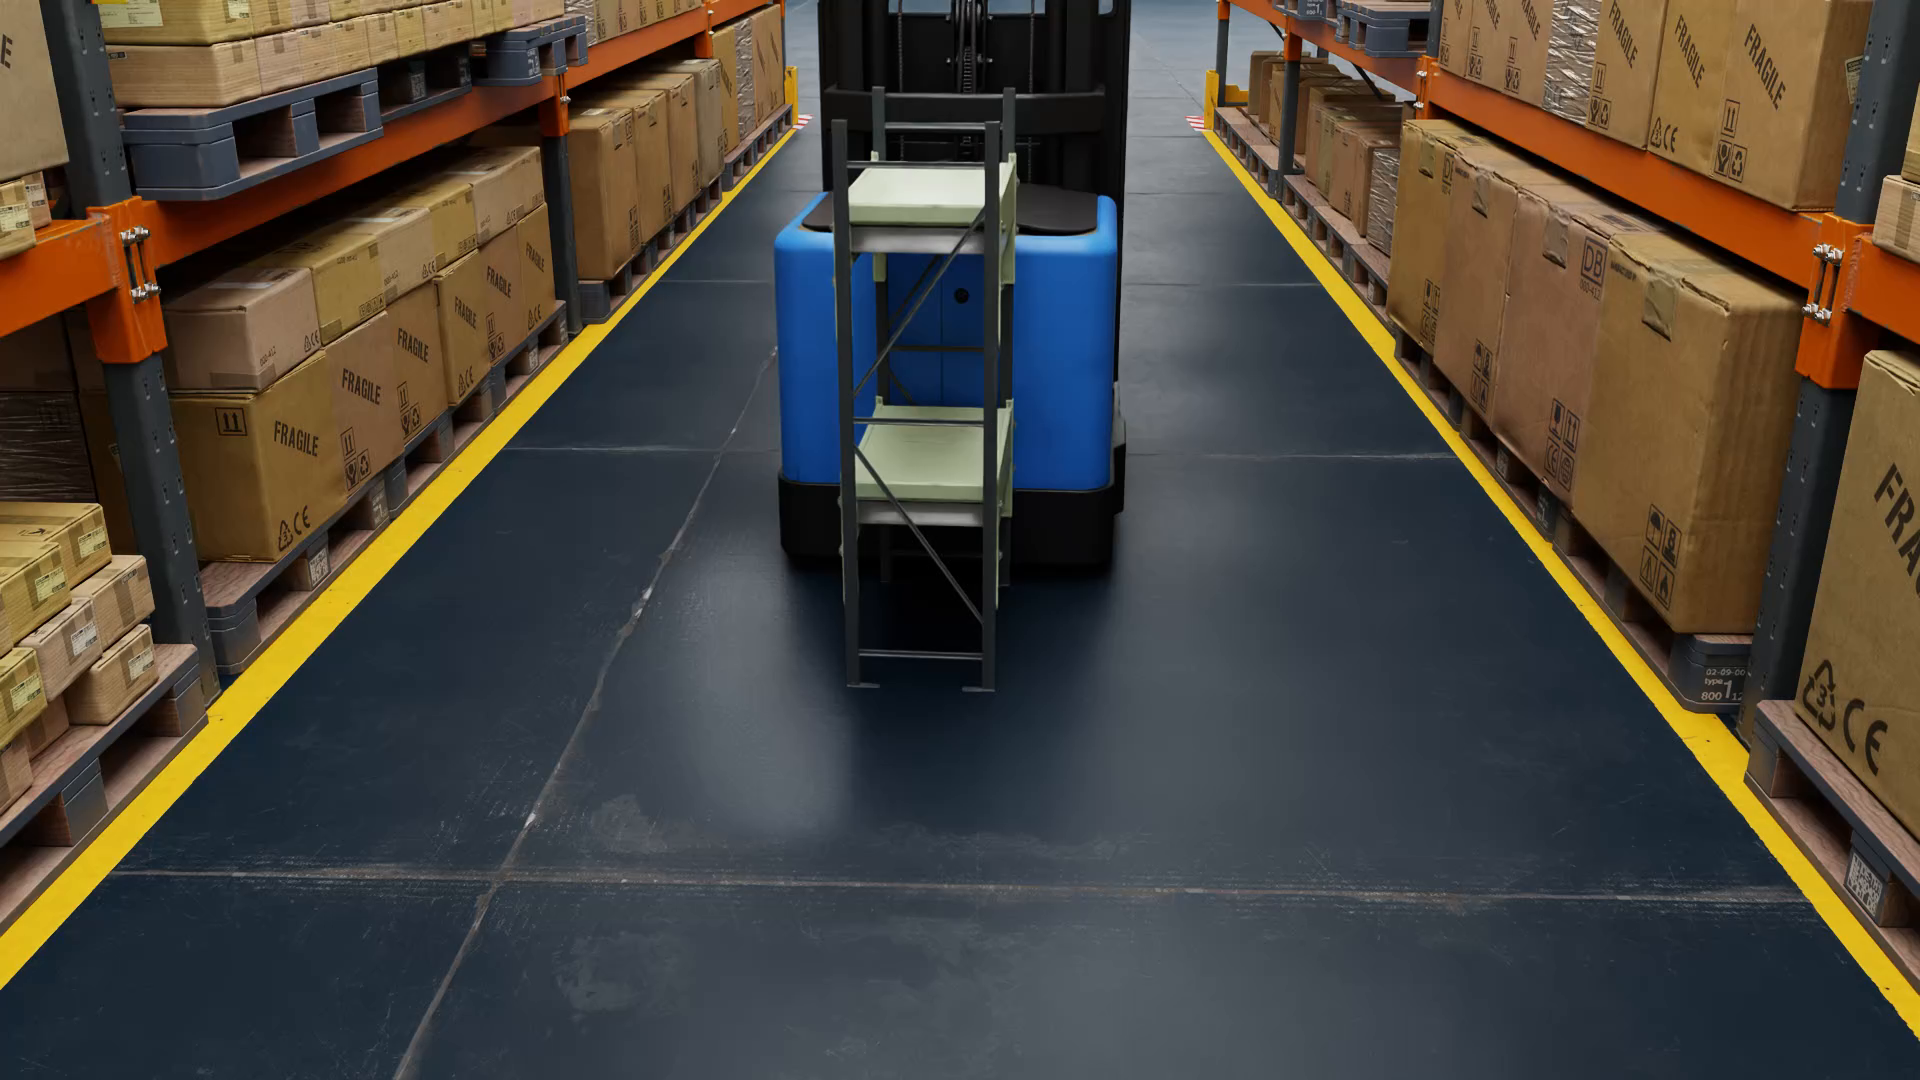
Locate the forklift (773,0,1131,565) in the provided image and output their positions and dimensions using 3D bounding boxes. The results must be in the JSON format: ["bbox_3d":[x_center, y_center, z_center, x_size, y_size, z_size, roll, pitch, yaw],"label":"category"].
[{"bbox_3d":[0.070,-1.781,6.066,1.130,2.935,3.031,2,21,4],"label":"forklift"}]

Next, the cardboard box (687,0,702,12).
[{"bbox_3d":[-1.984,-3.713,10.814,0.500,0.500,0.500,1,21,1],"label":"cardboard box"}]

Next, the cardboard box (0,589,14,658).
[{"bbox_3d":[-2.198,0.205,3.393,0.380,0.149,0.250,0,21,1],"label":"cardboard box"}]

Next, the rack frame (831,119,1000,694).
[{"bbox_3d":[-0.106,-0.295,4.216,0.400,1.500,0.023,2,21,4],"label":"rack frame"}]

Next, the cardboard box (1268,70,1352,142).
[{"bbox_3d":[2.722,-3.374,12.954,0.500,0.500,0.500,-1,21,-3],"label":"cardboard box"}]

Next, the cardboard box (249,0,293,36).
[{"bbox_3d":[-2.001,-1.414,4.383,0.380,0.149,0.250,0,21,1],"label":"cardboard box"}]

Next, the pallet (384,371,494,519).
[{"bbox_3d":[-2.422,-0.390,6.241,1.003,0.211,1.213,1,21,2],"label":"pallet"}]

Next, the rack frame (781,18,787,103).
[{"bbox_3d":[-2.114,-5.305,15.053,1.000,3.000,0.127,1,21,2],"label":"rack frame"}]

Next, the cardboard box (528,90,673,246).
[{"bbox_3d":[-2.225,-2.094,9.309,1.050,0.750,0.750,1,21,2],"label":"cardboard box"}]

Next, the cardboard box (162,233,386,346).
[{"bbox_3d":[-2.179,-0.803,5.289,0.500,0.250,0.500,1,21,3],"label":"cardboard box"}]

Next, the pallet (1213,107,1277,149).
[{"bbox_3d":[2.778,-3.593,14.496,1.003,0.211,1.213,1,21,2],"label":"pallet"}]

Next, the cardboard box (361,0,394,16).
[{"bbox_3d":[-1.980,-1.699,5.117,0.380,0.149,0.250,1,21,4],"label":"cardboard box"}]

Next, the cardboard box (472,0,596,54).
[{"bbox_3d":[-2.074,-2.618,7.991,0.500,0.500,0.500,1,21,2],"label":"cardboard box"}]

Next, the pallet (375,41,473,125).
[{"bbox_3d":[-2.376,-1.606,5.788,1.003,0.211,1.213,1,21,2],"label":"pallet"}]

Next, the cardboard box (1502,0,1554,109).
[{"bbox_3d":[2.285,-1.823,5.942,0.500,0.500,0.500,0,21,1],"label":"cardboard box"}]

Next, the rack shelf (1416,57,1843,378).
[{"bbox_3d":[2.537,-1.262,5.630,1.077,0.370,4.000,1,21,2],"label":"rack shelf"}]

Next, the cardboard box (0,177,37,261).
[{"bbox_3d":[-2.152,-0.648,3.401,0.380,0.149,0.250,0,21,0],"label":"cardboard box"}]

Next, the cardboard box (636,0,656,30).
[{"bbox_3d":[-2.028,-3.164,9.399,0.500,0.500,0.500,0,21,1],"label":"cardboard box"}]

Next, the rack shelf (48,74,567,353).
[{"bbox_3d":[-2.418,-1.354,5.865,1.077,0.370,4.000,1,21,2],"label":"rack shelf"}]

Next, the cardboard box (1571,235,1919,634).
[{"bbox_3d":[2.475,-0.312,4.542,1.225,0.875,0.875,1,21,2],"label":"cardboard box"}]

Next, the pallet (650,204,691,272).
[{"bbox_3d":[-2.218,-1.836,9.970,1.003,0.211,1.213,1,21,2],"label":"pallet"}]

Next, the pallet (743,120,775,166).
[{"bbox_3d":[-2.100,-3.275,13.677,1.003,0.211,1.213,1,21,2],"label":"pallet"}]

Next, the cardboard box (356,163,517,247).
[{"bbox_3d":[-2.120,-1.359,6.724,0.500,0.250,0.500,1,21,2],"label":"cardboard box"}]

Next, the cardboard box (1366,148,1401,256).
[{"bbox_3d":[2.602,-1.804,8.879,0.700,0.500,0.500,-1,21,-3],"label":"cardboard box"}]

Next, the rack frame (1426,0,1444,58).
[{"bbox_3d":[2.597,-2.321,7.364,1.000,3.000,0.127,1,21,2],"label":"rack frame"}]

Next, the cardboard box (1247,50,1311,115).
[{"bbox_3d":[2.805,-4.018,14.613,0.500,0.500,0.500,5,22,12],"label":"cardboard box"}]

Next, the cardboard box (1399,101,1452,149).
[{"bbox_3d":[2.594,-2.145,8.721,0.500,0.250,0.500,3,21,8],"label":"cardboard box"}]

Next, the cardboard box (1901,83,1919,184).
[{"bbox_3d":[2.200,-0.776,3.179,0.500,0.250,0.500,0,21,1],"label":"cardboard box"}]

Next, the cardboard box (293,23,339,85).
[{"bbox_3d":[-1.993,-1.372,4.686,0.380,0.149,0.250,1,21,2],"label":"cardboard box"}]

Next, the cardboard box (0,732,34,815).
[{"bbox_3d":[-2.185,0.502,3.448,0.380,0.149,0.250,0,21,0],"label":"cardboard box"}]

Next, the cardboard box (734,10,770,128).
[{"bbox_3d":[-2.093,-3.946,13.908,0.875,0.875,0.875,0,21,1],"label":"cardboard box"}]

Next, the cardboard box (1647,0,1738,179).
[{"bbox_3d":[2.239,-1.272,4.523,0.500,0.500,0.500,1,21,3],"label":"cardboard box"}]

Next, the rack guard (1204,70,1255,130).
[{"bbox_3d":[2.839,-4.021,15.200,1.175,0.500,0.348,1,21,2],"label":"rack guard"}]

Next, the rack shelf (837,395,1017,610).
[{"bbox_3d":[-0.076,-0.123,4.674,0.431,0.370,0.720,2,21,4],"label":"rack shelf"}]

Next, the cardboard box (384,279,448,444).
[{"bbox_3d":[-2.174,-0.641,5.910,0.500,0.500,0.500,1,21,3],"label":"cardboard box"}]

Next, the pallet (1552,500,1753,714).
[{"bbox_3d":[2.424,0.146,4.862,1.003,0.211,1.213,1,21,2],"label":"pallet"}]

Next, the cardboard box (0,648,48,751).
[{"bbox_3d":[-2.157,0.341,3.452,0.380,0.149,0.250,0,21,0],"label":"cardboard box"}]

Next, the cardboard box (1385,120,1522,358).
[{"bbox_3d":[2.556,-1.277,7.030,1.225,0.875,0.875,0,21,-1],"label":"cardboard box"}]

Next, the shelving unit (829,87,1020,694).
[{"bbox_3d":[-0.076,-0.427,4.556,0.431,1.500,0.755,2,21,4],"label":"shelving unit"}]

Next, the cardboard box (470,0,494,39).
[{"bbox_3d":[-1.947,-1.937,6.141,0.380,0.149,0.250,0,21,-1],"label":"cardboard box"}]

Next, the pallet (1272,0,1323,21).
[{"bbox_3d":[2.550,-3.403,10.418,1.003,0.211,1.213,1,21,2],"label":"pallet"}]

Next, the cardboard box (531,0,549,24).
[{"bbox_3d":[-1.922,-2.218,6.864,0.380,0.149,0.250,1,21,1],"label":"cardboard box"}]

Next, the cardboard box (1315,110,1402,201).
[{"bbox_3d":[2.646,-2.413,10.448,0.700,0.500,0.500,1,21,1],"label":"cardboard box"}]

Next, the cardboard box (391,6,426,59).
[{"bbox_3d":[-1.973,-1.654,5.412,0.380,0.149,0.250,0,21,1],"label":"cardboard box"}]

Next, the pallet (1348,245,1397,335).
[{"bbox_3d":[2.623,-1.303,8.596,1.003,0.211,1.213,1,21,2],"label":"pallet"}]

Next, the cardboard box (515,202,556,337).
[{"bbox_3d":[-2.116,-1.202,7.354,0.500,0.500,0.500,1,21,1],"label":"cardboard box"}]

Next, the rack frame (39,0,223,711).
[{"bbox_3d":[-2.479,-0.966,3.871,1.000,3.000,0.127,1,21,2],"label":"rack frame"}]

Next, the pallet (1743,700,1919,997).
[{"bbox_3d":[2.374,0.699,3.435,1.003,0.211,1.213,1,21,2],"label":"pallet"}]
